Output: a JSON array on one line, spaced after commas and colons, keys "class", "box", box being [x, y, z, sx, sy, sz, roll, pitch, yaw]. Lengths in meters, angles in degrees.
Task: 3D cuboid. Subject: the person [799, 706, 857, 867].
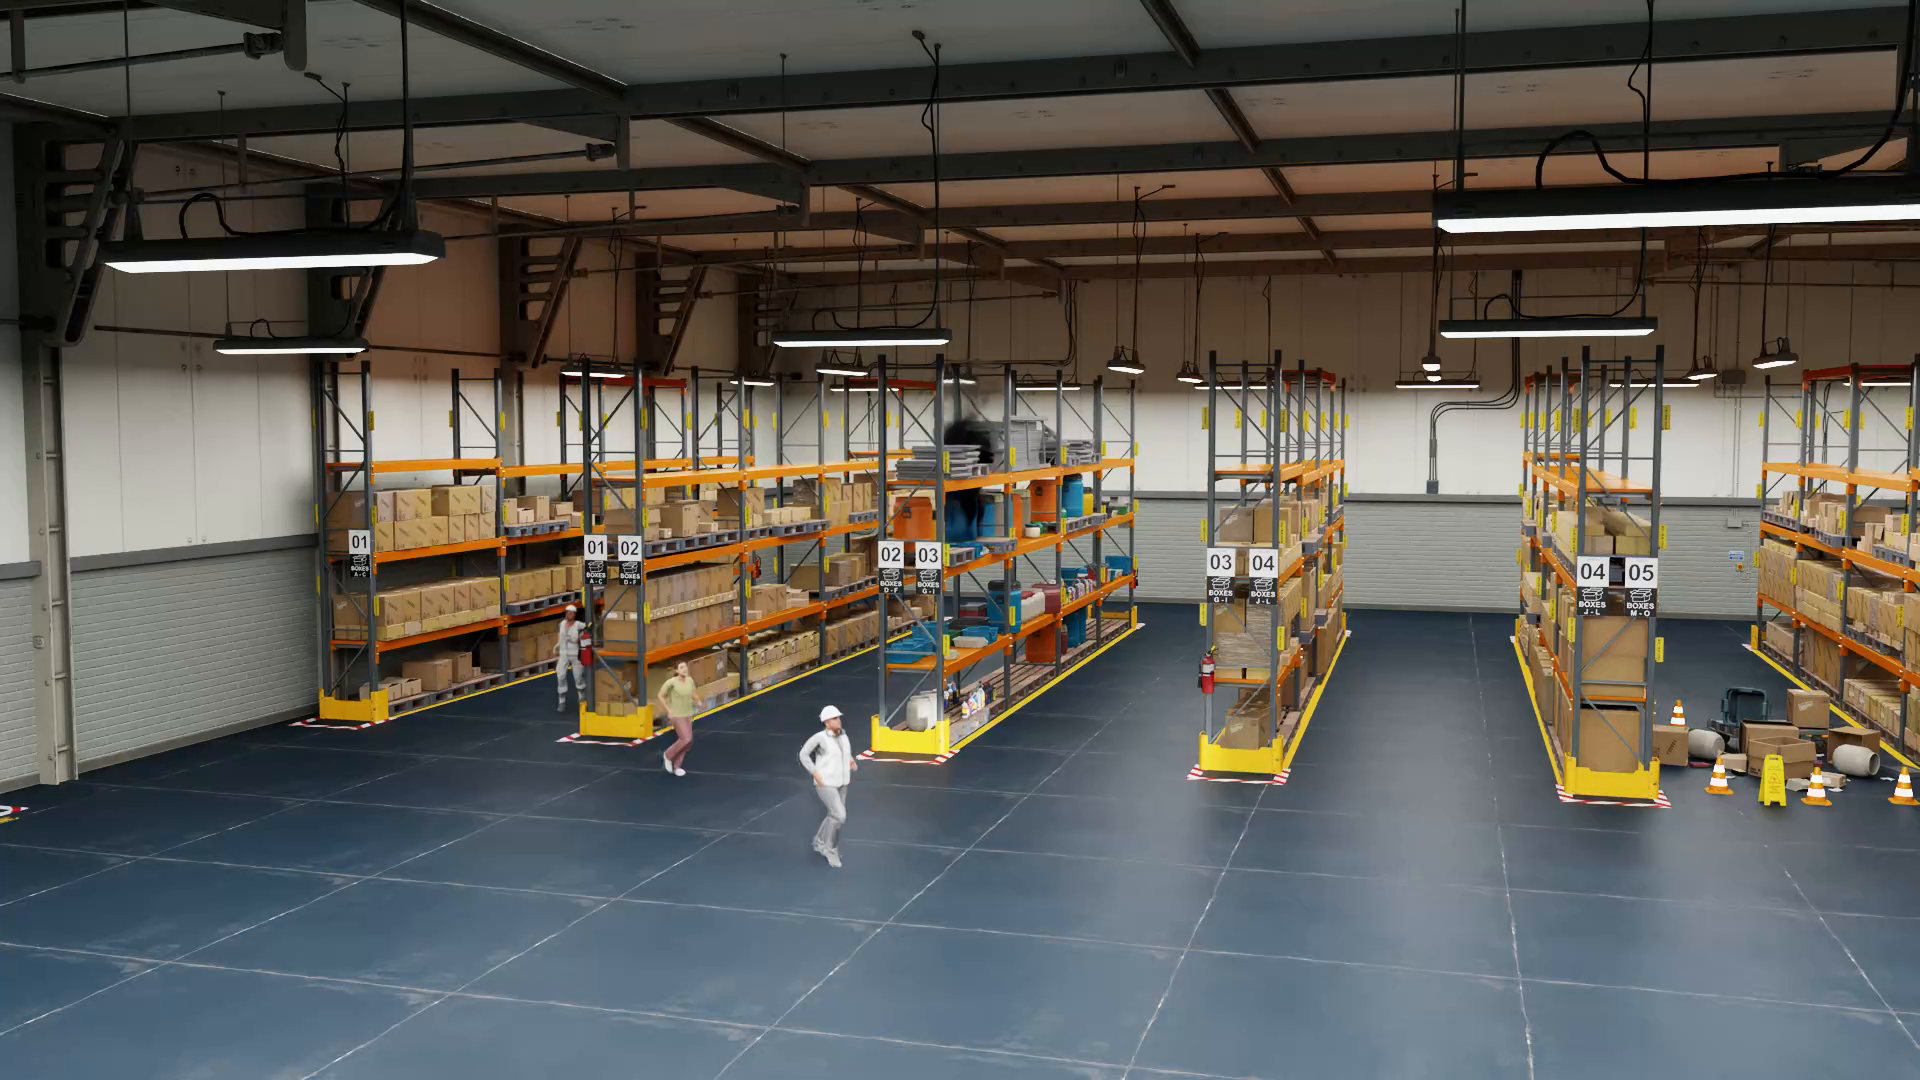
[{"class": "person", "box": [-1.446, 2.795, 18.850, 0.658, 1.834, 0.649, 3, 5, 37]}]

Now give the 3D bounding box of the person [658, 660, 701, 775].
[{"class": "person", "box": [-3.910, 2.505, 23.502, 0.538, 1.637, 0.565, 4, 5, 42]}]

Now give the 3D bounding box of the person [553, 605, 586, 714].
[{"class": "person", "box": [-6.747, 2.035, 28.833, 0.654, 1.834, 0.835, 0, 4, 6]}]
